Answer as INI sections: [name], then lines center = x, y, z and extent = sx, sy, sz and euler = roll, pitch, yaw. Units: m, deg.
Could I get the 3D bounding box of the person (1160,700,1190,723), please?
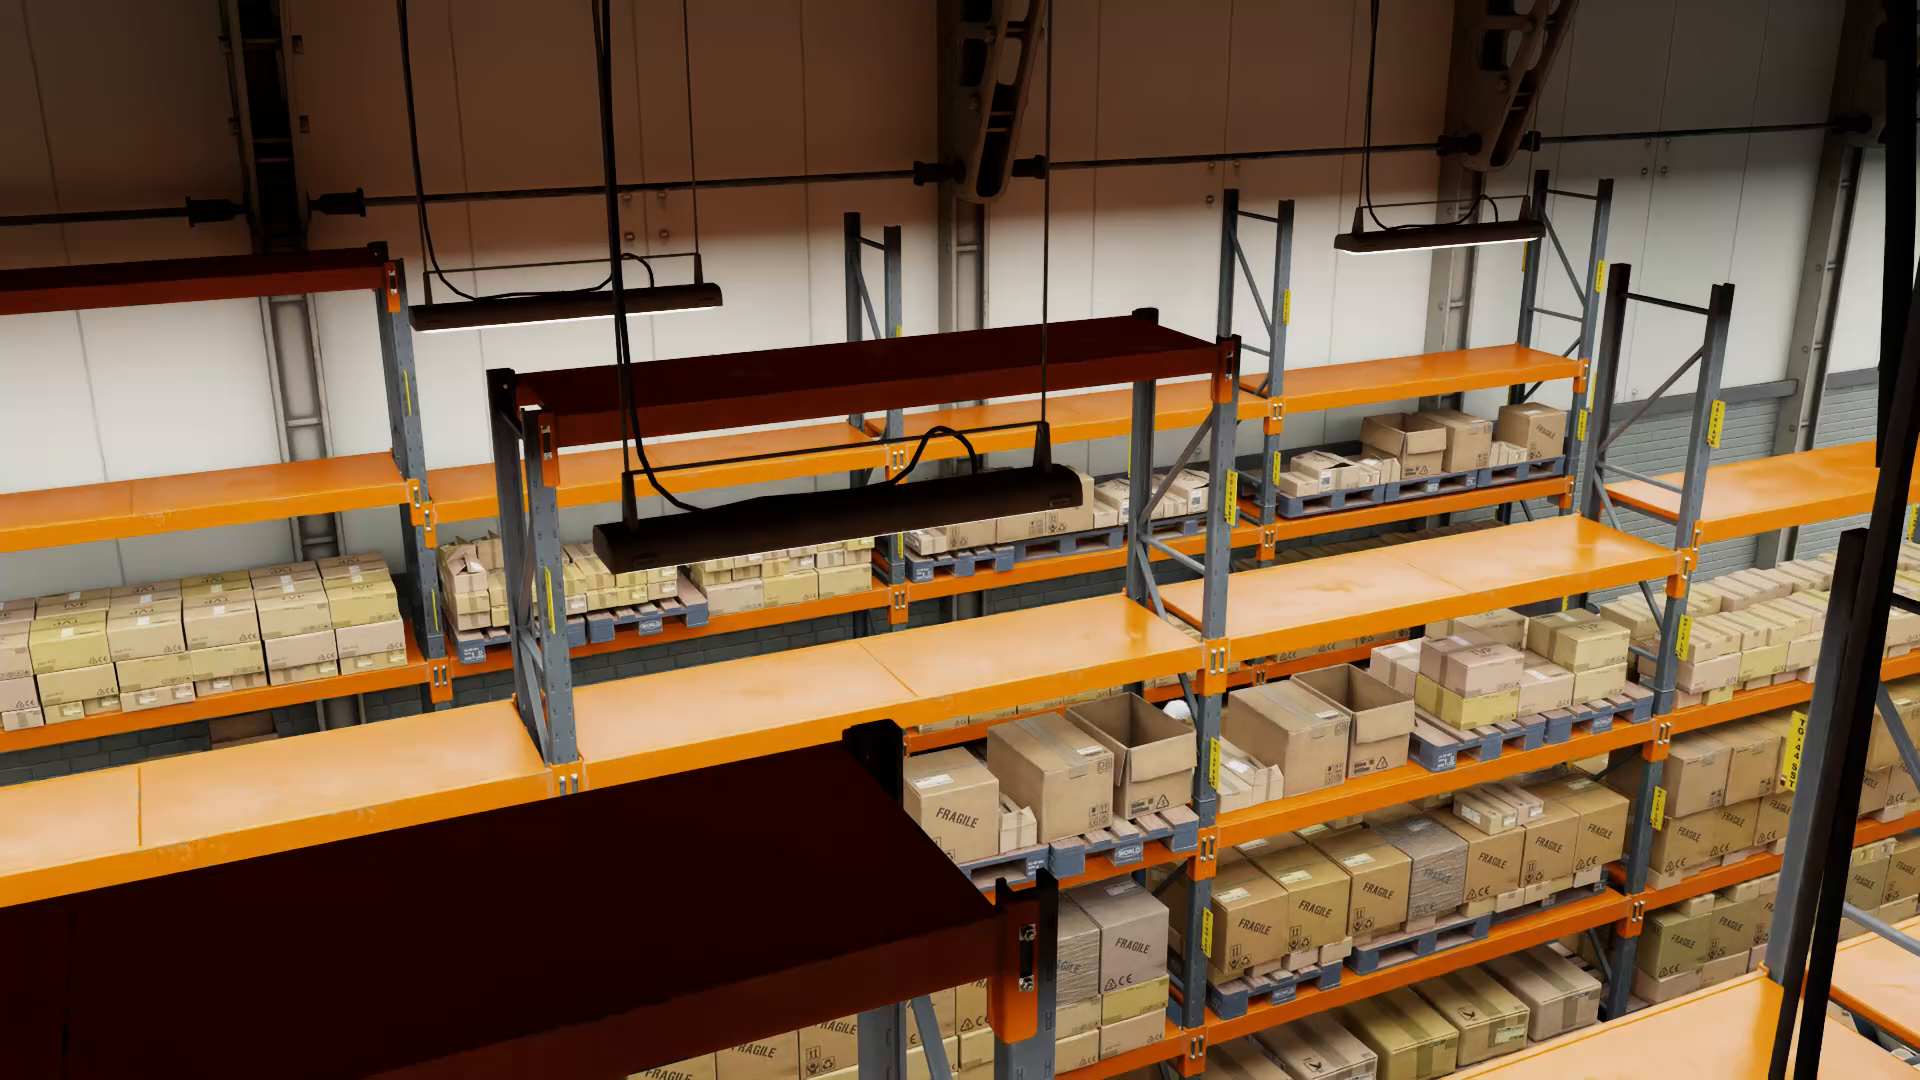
[person]
center = 1.937, 2.196, 15.183
extent = 0.709, 1.578, 0.613
euler = -14, 23, -35
